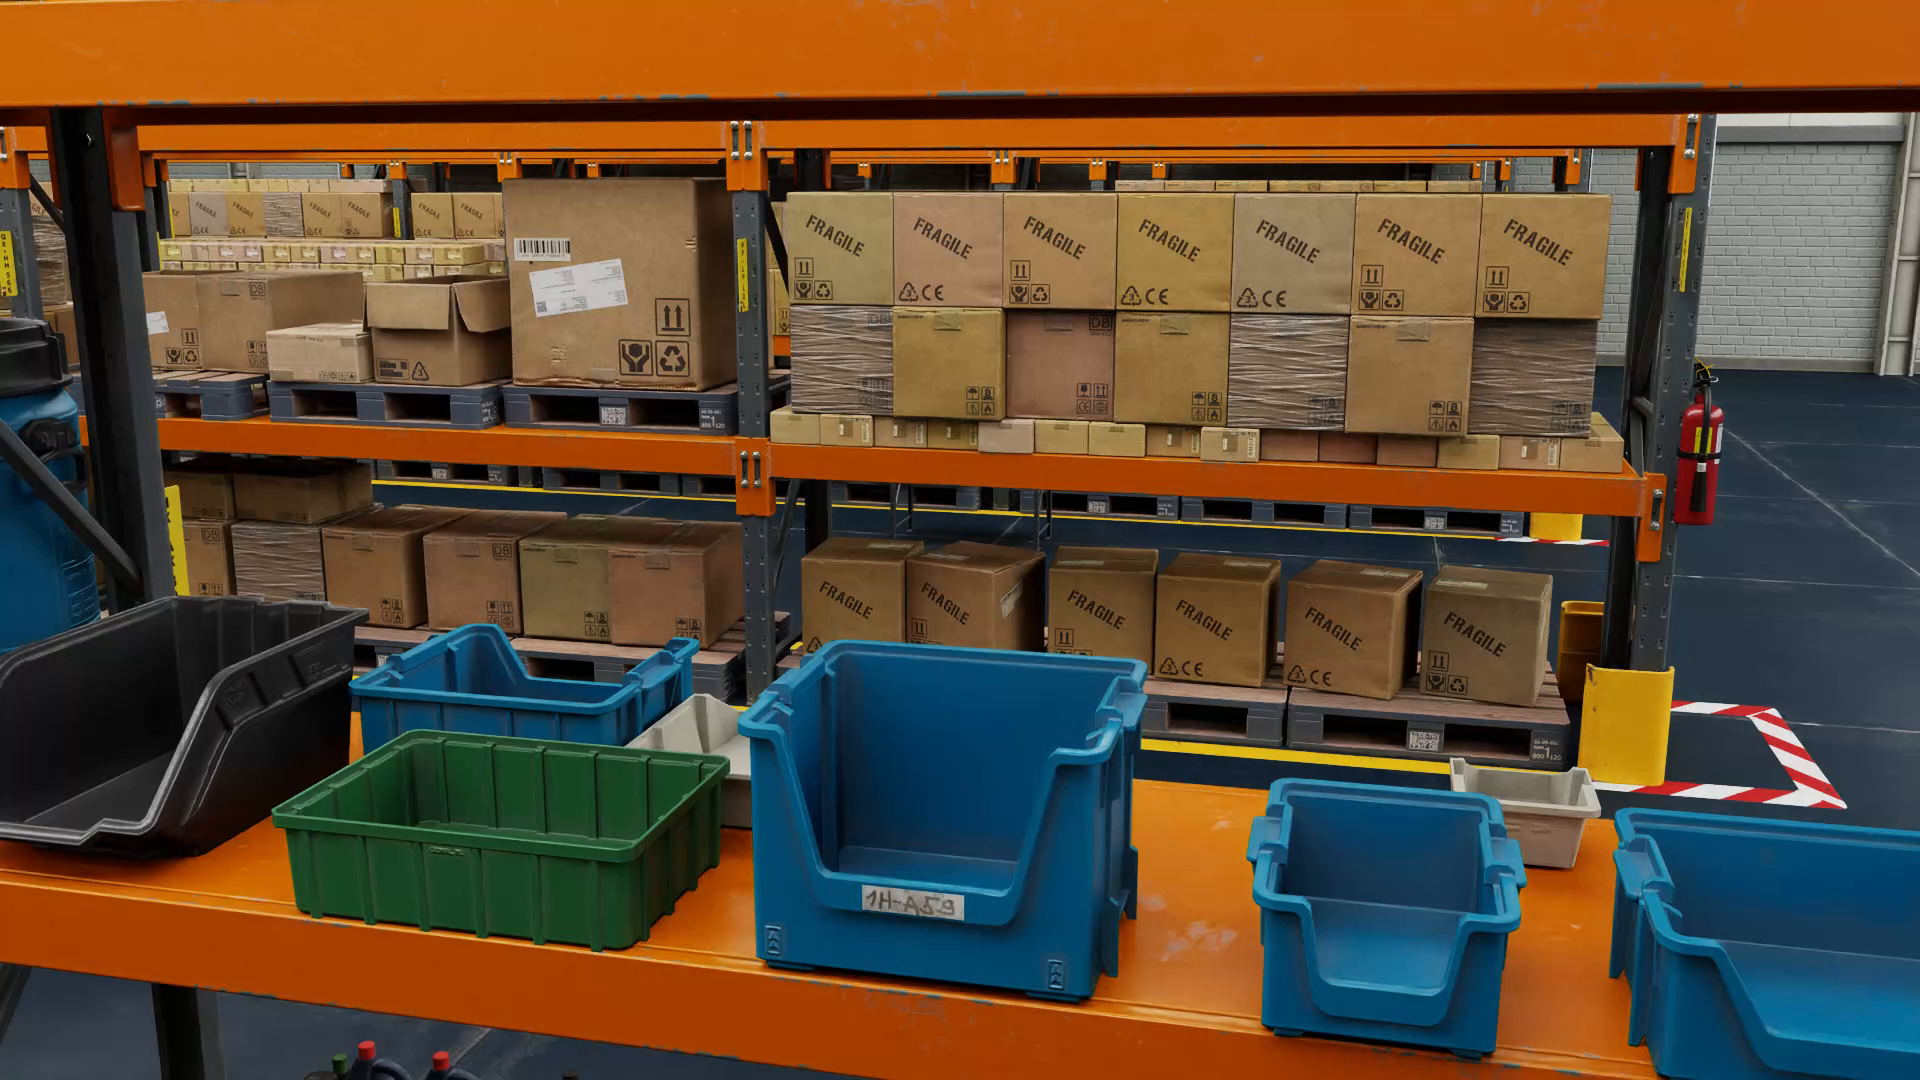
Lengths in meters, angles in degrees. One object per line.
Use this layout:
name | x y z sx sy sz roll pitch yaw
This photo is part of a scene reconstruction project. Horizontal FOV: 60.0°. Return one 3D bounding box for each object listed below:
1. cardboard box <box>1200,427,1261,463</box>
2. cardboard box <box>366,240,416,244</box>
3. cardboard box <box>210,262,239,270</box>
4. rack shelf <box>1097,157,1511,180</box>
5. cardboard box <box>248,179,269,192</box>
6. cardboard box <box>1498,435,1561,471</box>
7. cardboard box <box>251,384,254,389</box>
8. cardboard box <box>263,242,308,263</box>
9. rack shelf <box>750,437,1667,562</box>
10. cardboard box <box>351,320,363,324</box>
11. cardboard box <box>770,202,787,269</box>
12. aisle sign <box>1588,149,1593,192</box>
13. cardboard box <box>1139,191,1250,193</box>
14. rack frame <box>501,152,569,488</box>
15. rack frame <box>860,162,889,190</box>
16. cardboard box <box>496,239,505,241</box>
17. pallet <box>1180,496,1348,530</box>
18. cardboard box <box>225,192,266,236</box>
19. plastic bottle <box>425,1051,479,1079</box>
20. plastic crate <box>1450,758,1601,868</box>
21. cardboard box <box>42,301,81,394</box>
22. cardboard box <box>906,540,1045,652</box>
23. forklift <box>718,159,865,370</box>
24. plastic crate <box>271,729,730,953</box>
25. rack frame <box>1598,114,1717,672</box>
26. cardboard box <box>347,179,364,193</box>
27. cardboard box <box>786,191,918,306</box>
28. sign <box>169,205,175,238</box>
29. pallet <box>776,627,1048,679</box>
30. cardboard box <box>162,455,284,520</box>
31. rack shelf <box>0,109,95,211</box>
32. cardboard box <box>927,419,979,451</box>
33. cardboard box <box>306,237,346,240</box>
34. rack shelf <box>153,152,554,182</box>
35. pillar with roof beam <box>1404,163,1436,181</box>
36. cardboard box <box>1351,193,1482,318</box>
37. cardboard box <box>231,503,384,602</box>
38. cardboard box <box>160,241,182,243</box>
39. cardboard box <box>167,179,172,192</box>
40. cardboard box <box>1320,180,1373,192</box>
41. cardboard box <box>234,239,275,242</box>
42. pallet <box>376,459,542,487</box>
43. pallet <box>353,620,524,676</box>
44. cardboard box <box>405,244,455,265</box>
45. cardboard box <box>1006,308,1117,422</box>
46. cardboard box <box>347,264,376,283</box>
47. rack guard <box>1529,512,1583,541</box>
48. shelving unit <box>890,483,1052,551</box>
cardboard box | 1.219 -0.451 7.421 0.250 0.149 0.380 3 13 14
cardboard box | -4.875 -2.492 14.276 0.250 0.149 0.380 4 13 16
cardboard box | -6.047 -2.264 13.938 0.250 0.149 0.380 4 13 16
rack shelf | 3.460 -3.847 16.886 4.000 0.370 1.077 3 13 14
cardboard box | -8.093 -4.145 19.455 0.250 0.149 0.380 3 13 14
cardboard box | 2.458 -0.408 7.229 0.250 0.149 0.380 3 13 14
cardboard box | -6.165 -1.437 14.355 0.500 0.250 0.500 3 13 15
cardboard box | -5.547 -2.383 13.784 0.250 0.149 0.380 3 13 15
rack shelf | 1.085 -0.299 7.818 4.000 0.370 1.077 3 13 14
cardboard box | -3.056 -1.071 8.978 0.258 0.266 0.396 3 13 12
cardboard box | -1.534 -2.432 13.233 0.500 0.500 0.700 3 13 13
aisle sign | 4.310 -2.787 11.367 0.004 0.787 0.394 3 13 14
cardboard box | 1.102 -1.392 7.858 0.500 0.500 0.500 3 13 14
rack frame | -3.454 -2.000 13.821 0.127 3.000 1.000 3 13 14
rack frame | -1.180 -4.090 23.242 0.127 3.000 1.000 3 13 14
cardboard box | -4.893 -3.289 18.825 0.500 0.250 0.500 3 13 14
pallet | 2.338 -0.312 12.652 1.213 0.211 1.003 3 13 14
cardboard box | -8.245 -3.837 19.563 0.500 0.500 0.500 3 13 14
plastic bottle | -1.163 1.349 3.830 0.185 0.351 0.144 2 13 11
plastic crate | 1.048 0.510 3.120 0.250 0.136 0.298 3 13 14
cardboard box | -5.147 -1.093 9.504 0.500 0.500 0.500 3 13 15
cardboard box | 0.080 0.318 8.175 0.500 0.500 0.500 8 15 31
forklift | -1.451 -2.387 15.724 3.031 2.935 1.130 2 13 10
plastic crate | -0.793 0.521 2.951 0.662 0.188 0.450 3 13 14
rack frame | 3.027 -0.547 7.272 0.127 3.000 1.000 3 13 14
cardboard box | -6.855 -4.092 19.217 0.250 0.149 0.380 3 13 15
cardboard box | -0.481 -1.359 7.710 0.500 0.500 0.500 3 13 14
sign | -7.208 -2.889 15.158 0.005 0.325 0.100 3 13 14
pallet | -0.196 0.635 8.386 1.213 0.211 1.003 3 13 14
cardboard box | -4.082 -0.294 9.157 0.500 0.250 0.500 4 13 16
rack shelf | -3.985 -0.930 3.734 4.000 0.370 1.077 3 13 14
cardboard box | 0.014 -0.523 7.747 0.250 0.149 0.380 3 13 14
cardboard box | -7.262 -3.298 19.442 0.500 0.500 0.500 3 13 12
rack shelf | -5.395 -3.216 14.042 4.000 0.370 1.077 3 13 14
pillar with roof beam | 5.095 -5.924 17.657 0.400 9.000 9.100 3 13 14
cardboard box | 1.947 -1.230 7.127 0.500 0.500 0.500 3 13 14
cardboard box | -3.543 0.100 9.111 0.500 0.500 0.700 2 13 9
cardboard box | -6.793 -2.450 14.086 0.250 0.149 0.380 3 13 15
cardboard box | -9.358 -4.202 19.709 0.250 0.149 0.380 3 13 15
cardboard box | 3.844 -3.326 16.573 0.500 0.500 0.700 3 13 13
cardboard box | -6.134 -2.559 14.579 0.250 0.149 0.380 3 13 13
pallet | -4.212 -0.679 14.307 1.213 0.211 1.003 3 13 14
pallet | -2.801 0.504 8.974 1.213 0.211 1.003 3 13 14
cardboard box | -4.283 -2.315 13.479 0.250 0.149 0.380 3 13 13
cardboard box | 0.552 -0.874 7.829 0.500 0.500 0.875 3 13 14
cardboard box | -4.801 -2.197 13.633 0.250 0.149 0.380 3 13 14
rack guard | 4.337 -0.363 12.215 0.348 0.500 1.175 3 13 14
shelving unit | 0.083 -0.728 11.551 1.048 1.500 0.538 3 13 14
